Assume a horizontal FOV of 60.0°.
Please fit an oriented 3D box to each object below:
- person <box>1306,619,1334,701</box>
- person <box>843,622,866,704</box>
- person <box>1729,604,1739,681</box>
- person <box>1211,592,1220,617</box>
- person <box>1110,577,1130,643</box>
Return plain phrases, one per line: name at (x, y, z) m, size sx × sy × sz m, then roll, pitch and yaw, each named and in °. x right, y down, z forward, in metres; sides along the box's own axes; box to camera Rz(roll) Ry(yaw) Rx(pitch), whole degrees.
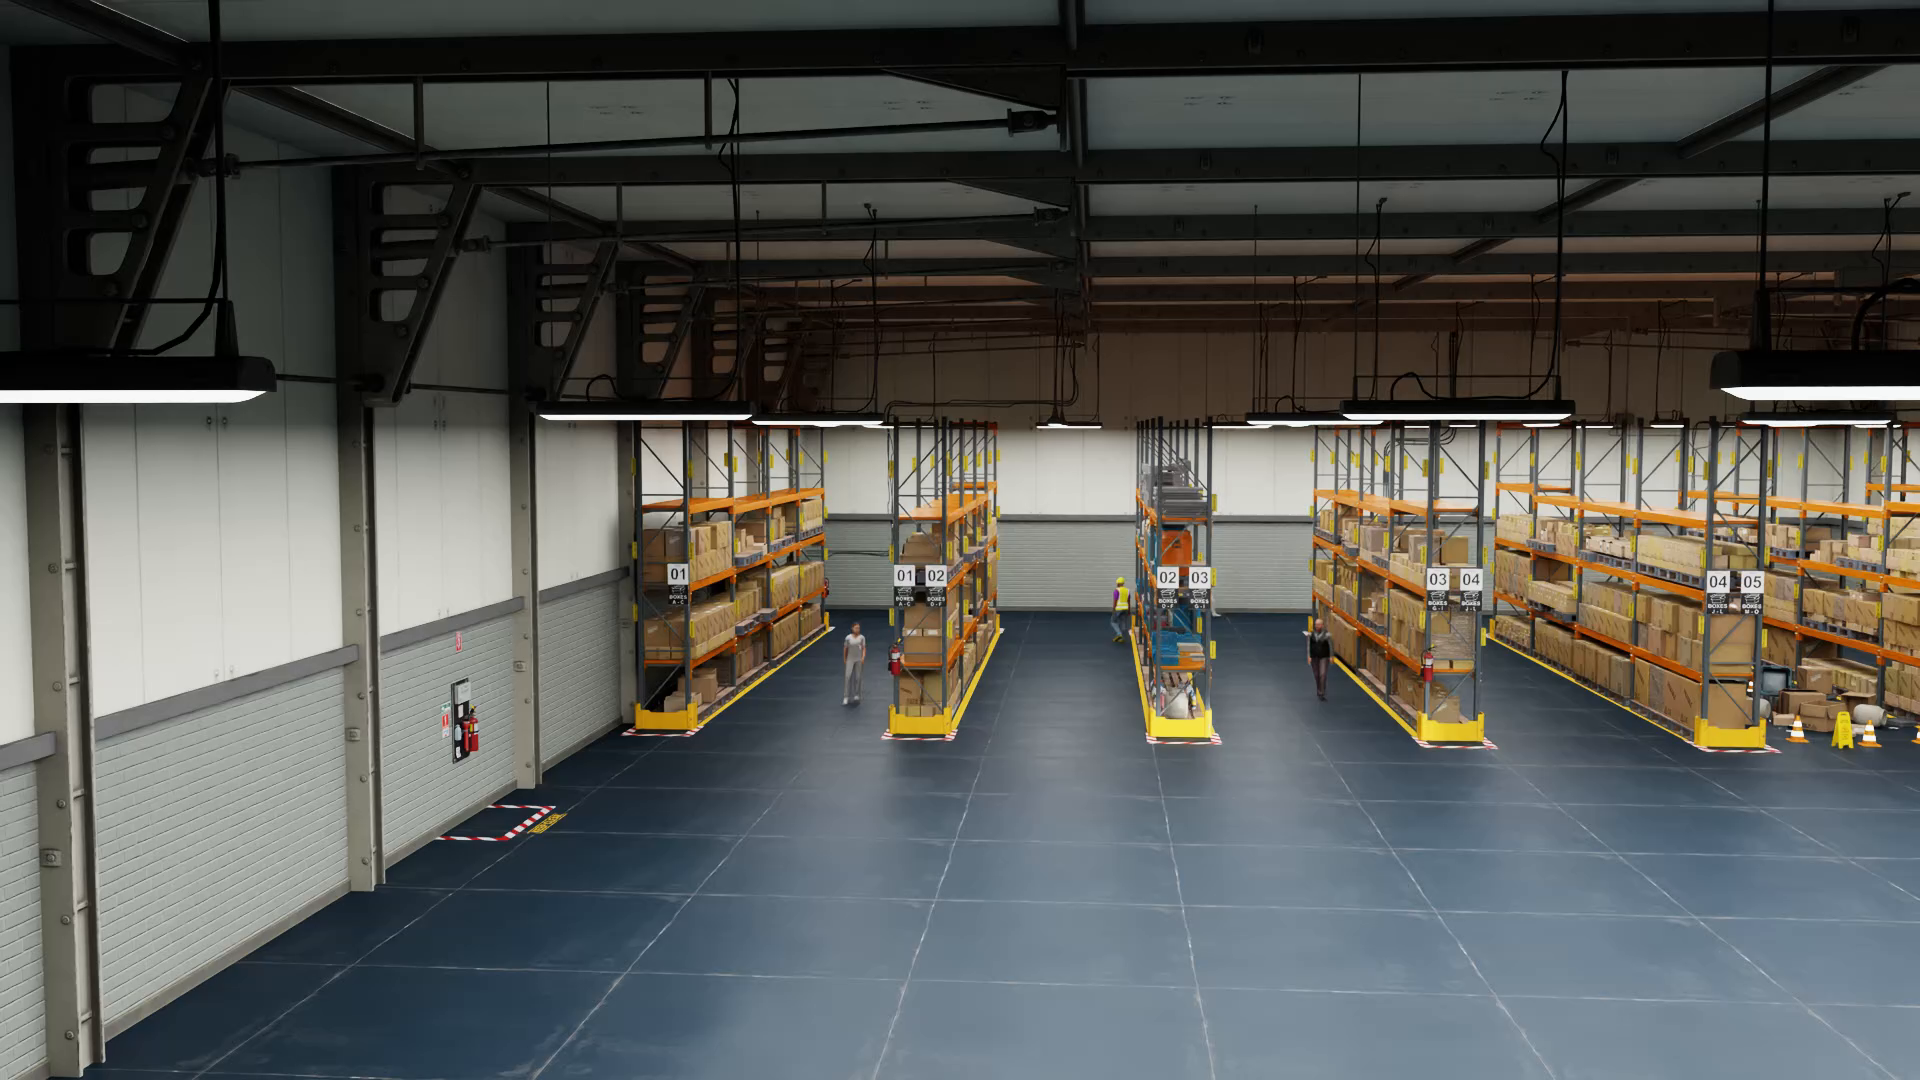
person at (7.666, 2.534, 35.542) m, size 0.576 × 1.684 × 0.886 m, roll 2°, pitch 4°, yaw 33°
person at (-2.254, 2.586, 35.199) m, size 0.559 × 1.677 × 0.675 m, roll -1°, pitch 4°, yaw -15°
person at (17.648, 2.362, 37.966) m, size 0.510 × 1.806 × 0.543 m, roll -1°, pitch 4°, yaw -8°
person at (7.619, 1.577, 51.481) m, size 0.958 × 1.550 × 0.475 m, roll 2°, pitch 4°, yaw 30°
person at (4.373, 1.899, 45.081) m, size 0.616 × 1.766 × 0.467 m, roll -2°, pitch 4°, yaw -33°
